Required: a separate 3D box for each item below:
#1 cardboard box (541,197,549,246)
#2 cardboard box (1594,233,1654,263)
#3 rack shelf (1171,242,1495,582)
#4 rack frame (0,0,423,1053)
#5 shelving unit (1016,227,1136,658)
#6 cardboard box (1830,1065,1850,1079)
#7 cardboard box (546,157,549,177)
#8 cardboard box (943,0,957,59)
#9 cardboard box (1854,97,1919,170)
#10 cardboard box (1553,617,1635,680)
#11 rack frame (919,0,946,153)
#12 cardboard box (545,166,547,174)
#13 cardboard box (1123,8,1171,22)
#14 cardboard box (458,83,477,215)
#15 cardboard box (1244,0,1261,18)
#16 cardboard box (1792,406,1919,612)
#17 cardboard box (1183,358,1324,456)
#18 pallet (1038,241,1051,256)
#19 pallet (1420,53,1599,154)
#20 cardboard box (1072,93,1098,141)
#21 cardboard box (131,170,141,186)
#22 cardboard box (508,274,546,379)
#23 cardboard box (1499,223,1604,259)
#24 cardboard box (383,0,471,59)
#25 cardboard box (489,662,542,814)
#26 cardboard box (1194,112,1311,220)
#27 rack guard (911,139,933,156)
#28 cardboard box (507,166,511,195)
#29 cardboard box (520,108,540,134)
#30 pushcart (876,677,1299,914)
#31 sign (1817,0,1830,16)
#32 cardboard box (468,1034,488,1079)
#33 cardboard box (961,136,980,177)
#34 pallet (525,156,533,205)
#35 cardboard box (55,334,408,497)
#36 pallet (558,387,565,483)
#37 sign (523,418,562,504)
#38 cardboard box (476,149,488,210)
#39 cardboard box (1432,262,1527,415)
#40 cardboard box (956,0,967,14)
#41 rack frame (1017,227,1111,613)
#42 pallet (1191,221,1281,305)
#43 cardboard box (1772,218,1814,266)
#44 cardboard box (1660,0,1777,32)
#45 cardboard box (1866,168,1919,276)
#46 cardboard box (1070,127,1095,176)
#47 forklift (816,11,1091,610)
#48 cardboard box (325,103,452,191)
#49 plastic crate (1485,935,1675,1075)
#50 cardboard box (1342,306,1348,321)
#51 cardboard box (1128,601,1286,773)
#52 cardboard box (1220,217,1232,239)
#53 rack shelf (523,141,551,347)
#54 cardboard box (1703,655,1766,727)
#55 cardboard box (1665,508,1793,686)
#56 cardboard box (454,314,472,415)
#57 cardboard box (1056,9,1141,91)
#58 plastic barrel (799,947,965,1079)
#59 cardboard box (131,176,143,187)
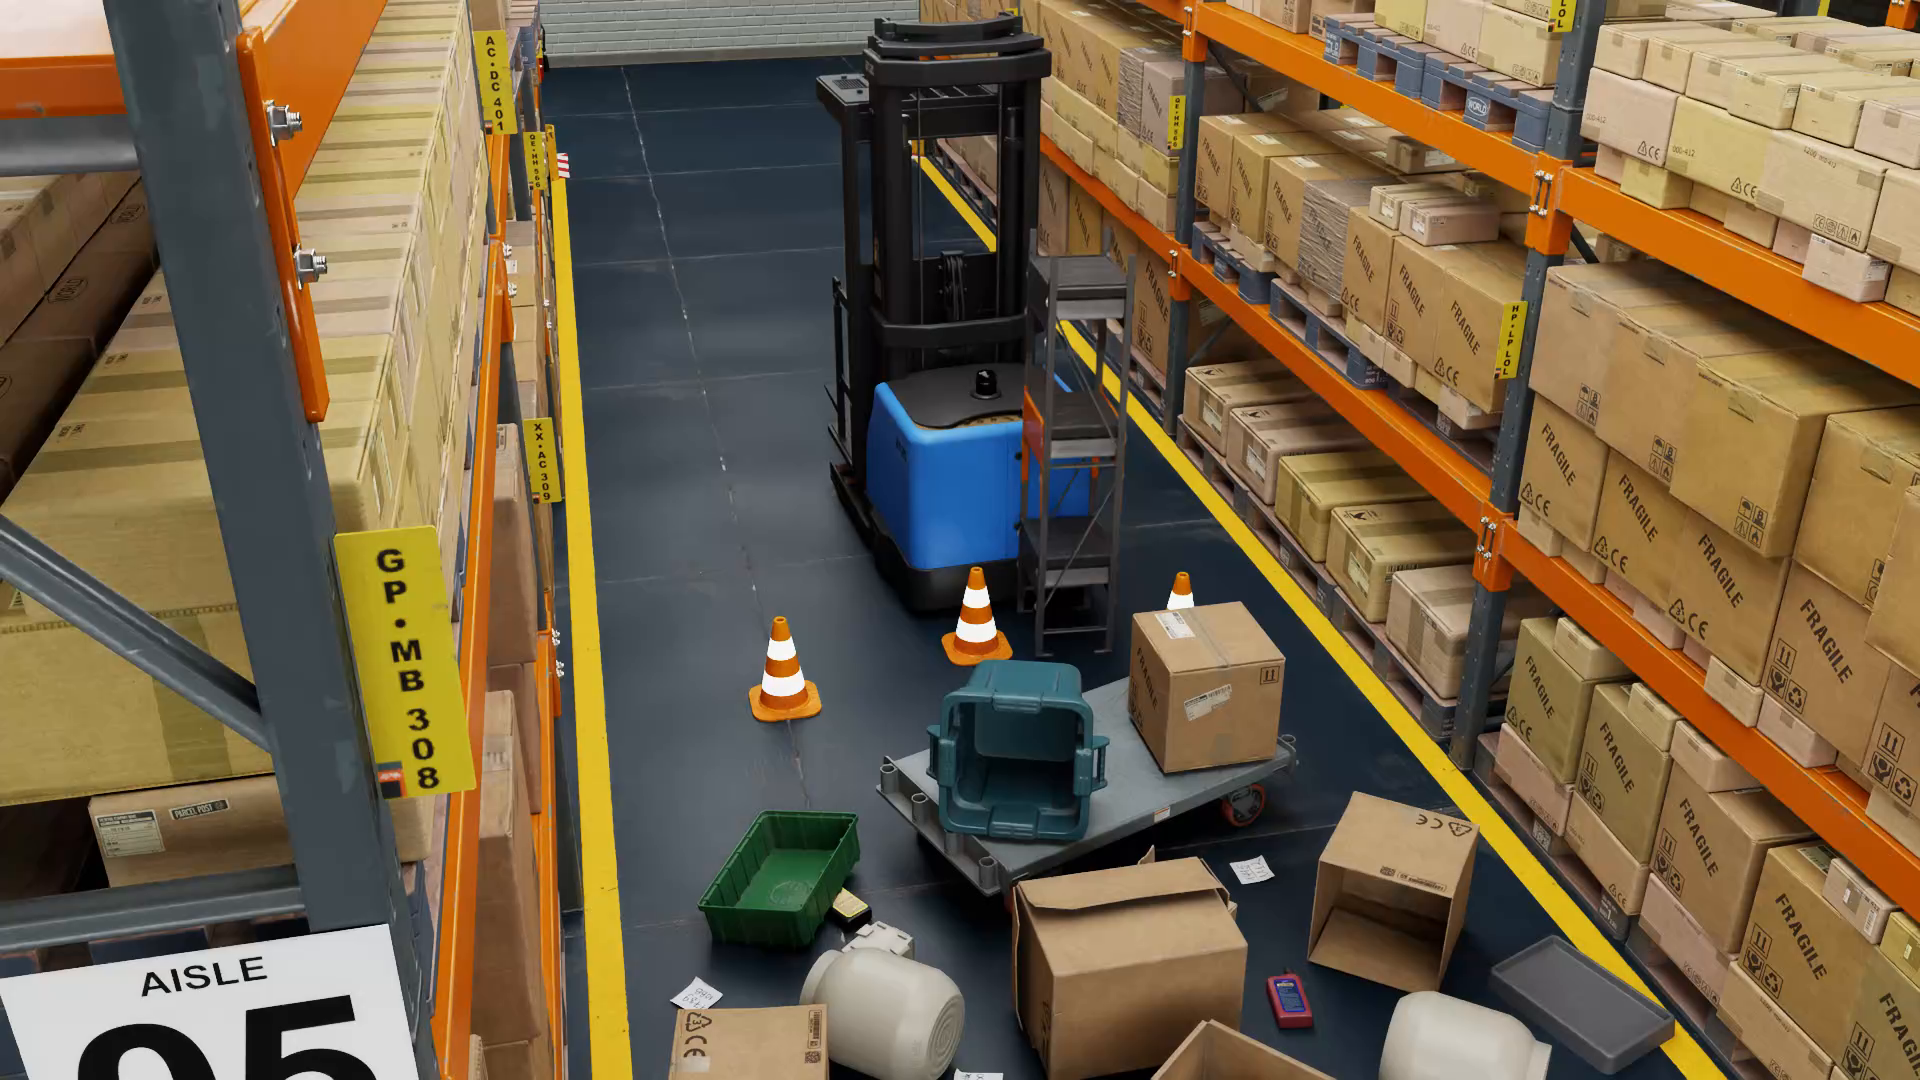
[{"bbox_3d":[-3.418,-2.419,12.690,0.500,0.250,0.500,-7,28,-13],"label":"cardboard box"},{"bbox_3d":[3.009,-1.246,7.263,0.380,0.149,0.250,-6,27,-12],"label":"cardboard box"},{"bbox_3d":[2.320,-0.906,9.014,1.077,0.370,4.000,-6,27,-12],"label":"rack shelf"},{"bbox_3d":[-1.128,-0.724,1.198,1.000,3.000,0.127,-6,27,-12],"label":"rack frame"},{"bbox_3d":[0.560,-0.463,8.316,0.431,2.100,0.503,-3,26,-9],"label":"shelving unit"},{"bbox_3d":[3.119,1.891,5.260,0.500,0.250,0.500,-6,27,-11],"label":"cardboard box"},{"bbox_3d":[-4.255,-3.672,16.395,0.380,0.149,0.250,-5,27,-10],"label":"cardboard box"},{"bbox_3d":[0.133,-4.978,16.172,0.500,0.500,0.500,-6,27,-12],"label":"cardboard box"},{"bbox_3d":[2.870,-1.194,4.852,0.380,0.149,0.250,-6,27,-12],"label":"cardboard box"},{"bbox_3d":[2.610,0.414,6.634,0.380,0.149,0.250,-6,27,-11],"label":"cardboard box"},{"bbox_3d":[0.066,-5.617,17.550,1.000,3.000,0.127,-6,27,-12],"label":"rack frame"},{"bbox_3d":[-4.089,-3.461,15.646,0.380,0.149,0.250,-6,27,-11],"label":"cardboard box"},{"bbox_3d":[1.532,-3.731,12.592,0.500,0.500,0.500,-5,27,-10],"label":"cardboard box"},{"bbox_3d":[-1.555,-1.027,4.386,0.500,0.250,0.500,-6,27,-12],"label":"cardboard box"},{"bbox_3d":[1.832,-3.117,9.416,0.396,0.266,0.258,-6,27,-12],"label":"cardboard box"},{"bbox_3d":[3.045,-0.088,5.046,0.700,0.500,0.500,-6,27,-12],"label":"cardboard box"},{"bbox_3d":[1.987,-0.870,10.596,0.950,0.372,0.625,-8,28,-15],"label":"cardboard box"},{"bbox_3d":[1.215,-2.285,14.043,1.003,0.211,1.213,-6,27,-12],"label":"pallet"},{"bbox_3d":[2.735,-1.886,7.038,1.213,0.211,1.003,-6,27,-12],"label":"pallet"},{"bbox_3d":[1.141,-3.124,12.221,0.500,0.250,0.500,-7,28,-13],"label":"cardboard box"},{"bbox_3d":[-1.990,-0.864,3.621,0.380,0.149,0.250,-6,27,-12],"label":"cardboard box"},{"bbox_3d":[-2.344,-0.994,8.279,0.500,0.500,0.500,-6,27,-12],"label":"cardboard box"},{"bbox_3d":[2.831,-1.169,7.830,0.500,0.500,0.500,-6,27,-11],"label":"cardboard box"},{"bbox_3d":[-1.636,-1.489,4.859,0.380,0.149,0.250,-6,27,-12],"label":"cardboard box"},{"bbox_3d":[-1.789,0.531,5.203,0.875,0.550,0.550,-6,27,-12],"label":"cardboard box"},{"bbox_3d":[1.745,-2.249,9.970,0.500,0.500,0.500,-7,28,-13],"label":"cardboard box"},{"bbox_3d":[0.061,-4.512,18.134,1.175,0.500,0.348,-6,27,-12],"label":"rack guard"},{"bbox_3d":[-2.847,-2.124,9.781,0.380,0.149,0.250,-6,27,-12],"label":"cardboard box"},{"bbox_3d":[-3.577,-3.360,13.356,0.380,0.149,0.250,-5,27,-10],"label":"cardboard box"},{"bbox_3d":[0.560,1.075,7.201,1.648,0.377,0.936,-16,31,-29],"label":"pushcart"},{"bbox_3d":[3.297,-1.977,6.436,0.100,0.325,0.005,-6,27,-12],"label":"sign"},{"bbox_3d":[-1.174,1.238,2.603,0.875,0.550,0.550,-6,27,-12],"label":"cardboard box"},{"bbox_3d":[0.527,-3.980,16.684,0.875,0.438,0.875,-5,27,-10],"label":"cardboard box"},{"bbox_3d":[-3.417,-2.337,11.265,1.003,0.211,1.213,-6,27,-12],"label":"pallet"},{"bbox_3d":[-0.949,-0.150,2.206,0.380,0.149,0.250,-6,27,-11],"label":"cardboard box"},{"bbox_3d":[-3.106,-0.656,10.816,1.003,0.211,1.213,-6,27,-12],"label":"pallet"},{"bbox_3d":[-1.489,-0.281,5.929,0.100,0.325,0.005,-6,27,-12],"label":"sign"},{"bbox_3d":[-1.579,-1.023,4.821,0.380,0.149,0.250,-6,27,-11],"label":"cardboard box"},{"bbox_3d":[2.443,-0.894,7.284,0.500,0.500,0.500,-6,27,-13],"label":"cardboard box"},{"bbox_3d":[0.257,-5.198,15.499,0.500,0.500,0.500,-6,27,-11],"label":"cardboard box"},{"bbox_3d":[0.521,-0.567,8.534,0.400,2.100,0.015,-3,26,-9],"label":"rack frame"},{"bbox_3d":[2.133,-1.717,10.037,1.213,0.211,1.003,-6,27,-12],"label":"pallet"},{"bbox_3d":[2.837,-0.964,5.280,0.380,0.149,0.250,-7,28,-13],"label":"cardboard box"},{"bbox_3d":[3.029,-2.106,6.965,0.500,0.250,0.500,-7,28,-13],"label":"cardboard box"},{"bbox_3d":[2.944,-0.865,4.642,0.500,0.250,0.500,-6,27,-11],"label":"cardboard box"},{"bbox_3d":[1.131,-2.900,12.333,0.500,0.250,0.500,-6,27,-12],"label":"cardboard box"},{"bbox_3d":[-0.176,-1.579,9.626,1.130,2.935,3.031,-8,28,-15],"label":"forklift"},{"bbox_3d":[-1.294,-0.822,3.538,0.380,0.149,0.250,-6,27,-11],"label":"cardboard box"},{"bbox_3d":[2.325,1.727,6.240,0.402,0.080,0.583,-16,31,-29],"label":"plastic crate"},{"bbox_3d":[2.210,-1.198,8.607,0.380,0.149,0.250,-7,28,-13],"label":"cardboard box"},{"bbox_3d":[1.043,0.623,7.121,0.500,0.500,0.500,-6,27,-12],"label":"cardboard box"},{"bbox_3d":[1.792,-1.891,9.981,0.380,0.149,0.250,-8,28,-15],"label":"cardboard box"},{"bbox_3d":[-3.382,-2.115,11.410,1.077,0.370,4.000,-6,27,-12],"label":"rack shelf"},{"bbox_3d":[2.808,0.496,5.716,0.380,0.149,0.250,-6,27,-11],"label":"cardboard box"},{"bbox_3d":[2.834,0.135,5.713,0.500,0.500,0.500,-6,27,-12],"label":"cardboard box"},{"bbox_3d":[-1.235,-0.354,3.495,0.380,0.149,0.250,-6,27,-11],"label":"cardboard box"},{"bbox_3d":[1.039,-3.689,12.509,0.500,0.500,0.500,-7,28,-13],"label":"cardboard box"},{"bbox_3d":[-0.279,1.690,5.931,0.512,0.421,0.421,13,30,24],"label":"plastic barrel"},{"bbox_3d":[-1.963,-0.753,3.844,0.500,0.250,0.500,-6,27,-12],"label":"cardboard box"}]
